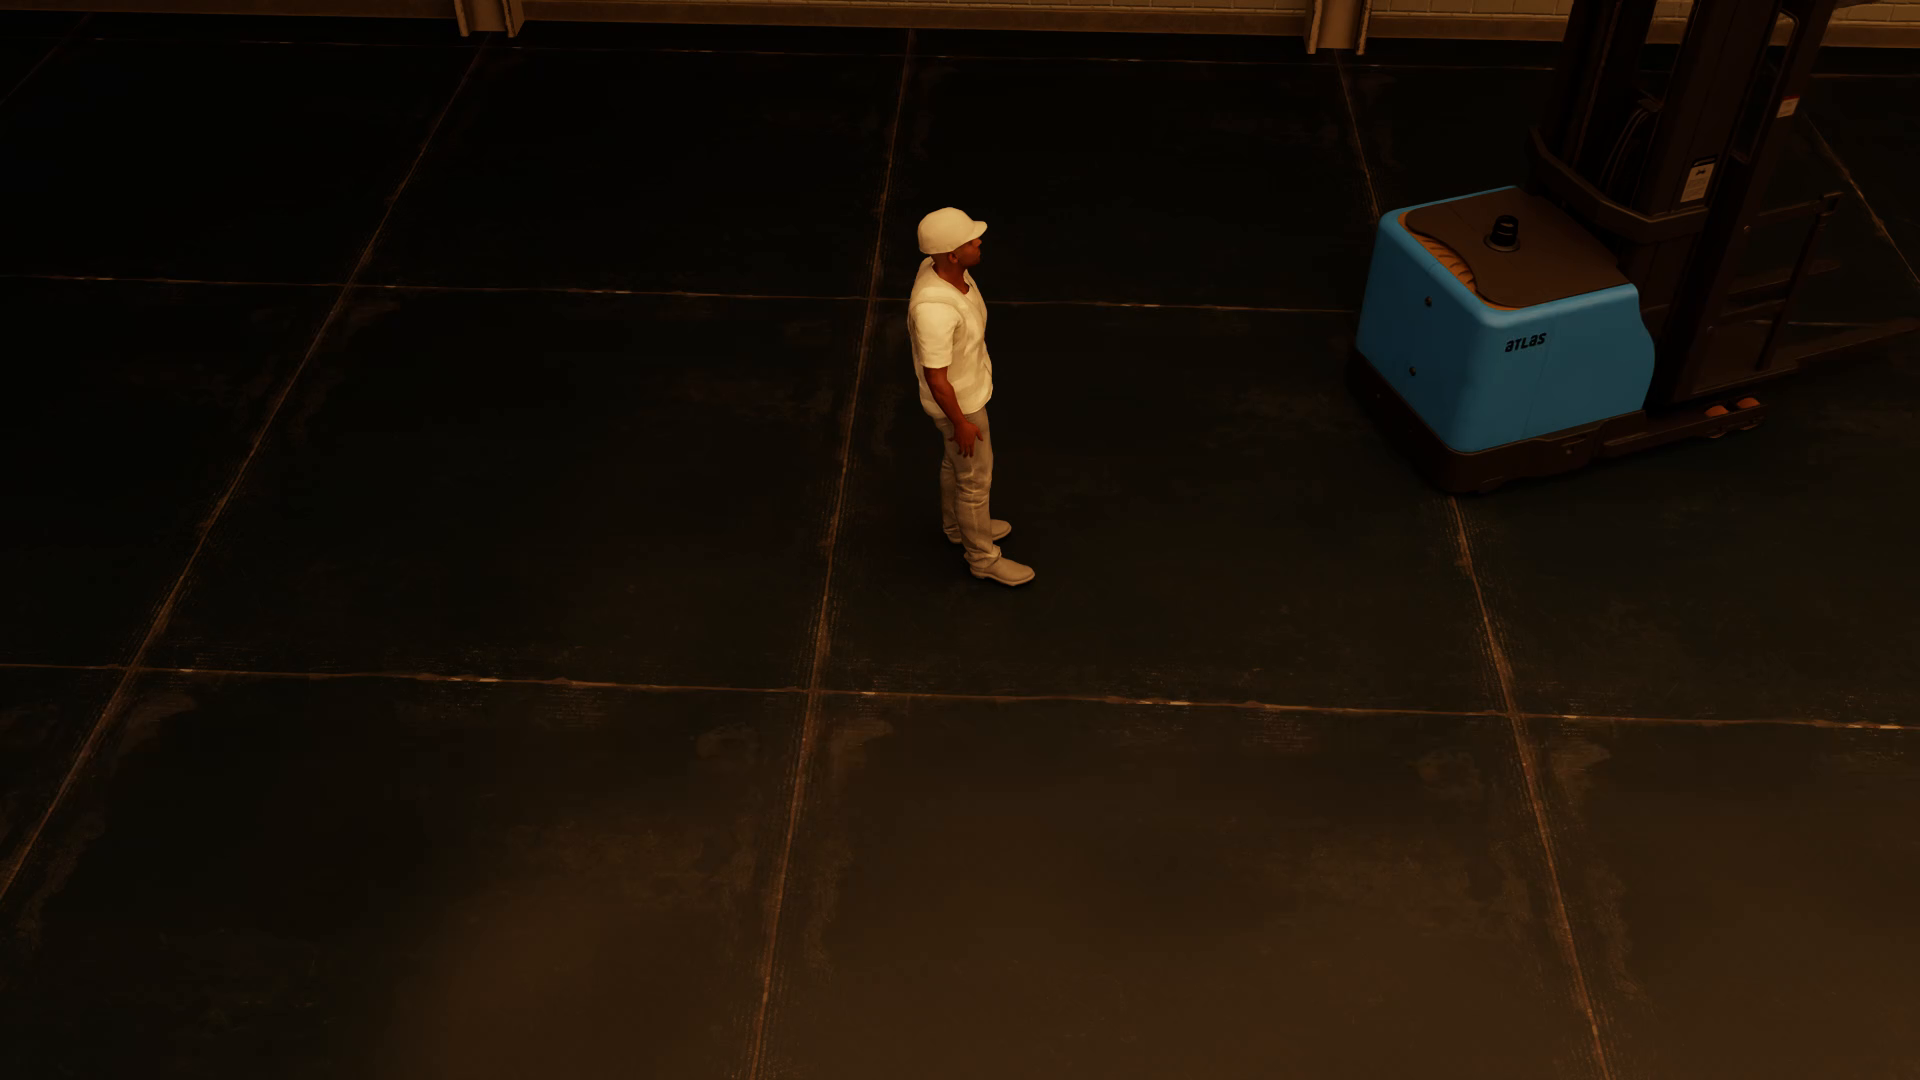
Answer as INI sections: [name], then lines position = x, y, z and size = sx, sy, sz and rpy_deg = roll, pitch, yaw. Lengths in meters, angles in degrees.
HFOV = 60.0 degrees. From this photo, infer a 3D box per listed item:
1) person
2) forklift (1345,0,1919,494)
[person]
position = 0.070, -0.652, 7.310
size = 0.575, 1.768, 0.666
rpy_deg = 2, 42, 2
[forklift]
position = 3.590, -1.922, 7.848
size = 3.031, 2.935, 1.130
rpy_deg = -14, 44, -15
